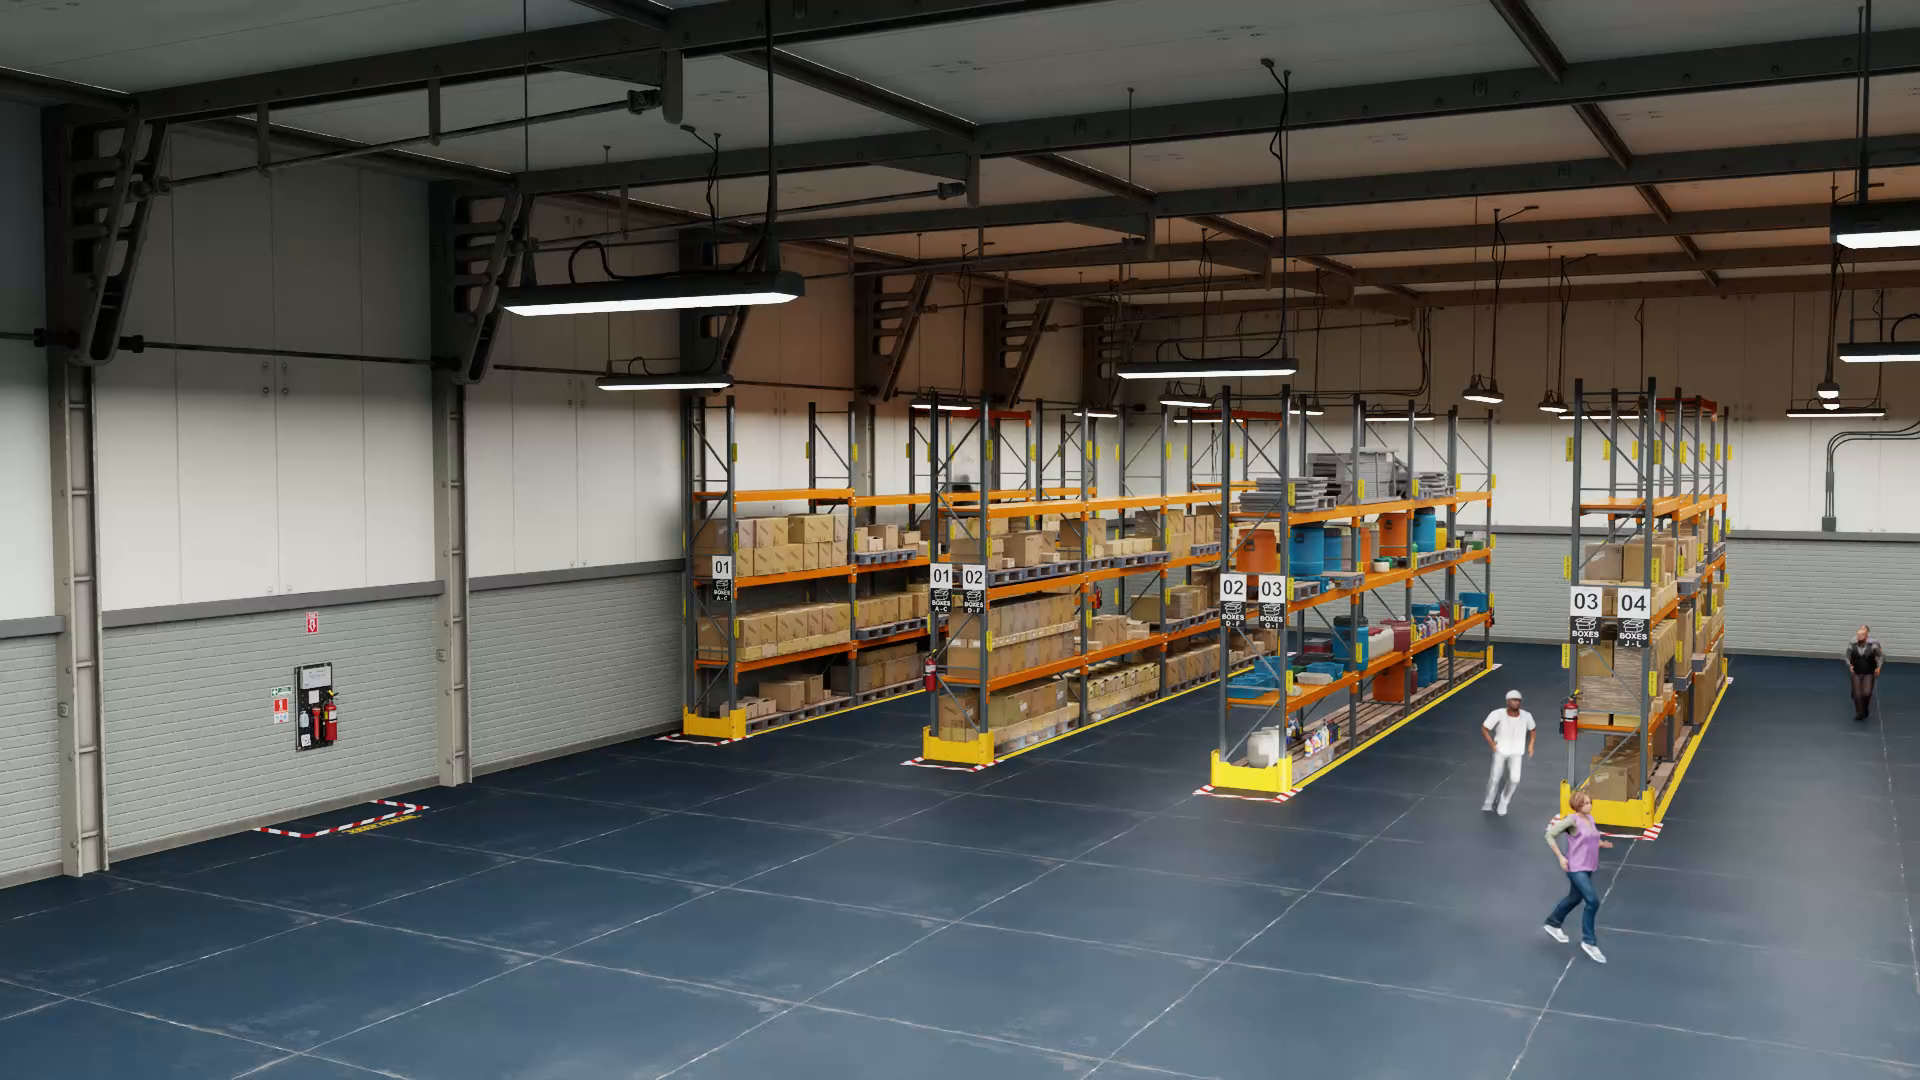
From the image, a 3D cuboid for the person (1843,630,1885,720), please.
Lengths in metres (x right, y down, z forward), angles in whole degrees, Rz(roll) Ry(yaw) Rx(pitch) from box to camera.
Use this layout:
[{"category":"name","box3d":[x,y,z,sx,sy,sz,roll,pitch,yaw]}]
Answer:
[{"category":"person","box3d":[16.855,2.527,31.053,0.672,1.680,0.542,2,4,35]}]

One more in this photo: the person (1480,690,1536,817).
[{"category":"person","box3d":[7.573,2.936,22.926,0.766,1.738,0.631,1,3,10]}]

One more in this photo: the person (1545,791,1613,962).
[{"category":"person","box3d":[6.163,3.319,16.597,0.510,1.643,0.737,-3,4,-42]}]

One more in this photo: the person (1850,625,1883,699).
[{"category":"person","box3d":[17.880,2.482,32.860,0.603,1.624,0.603,2,4,31]}]
